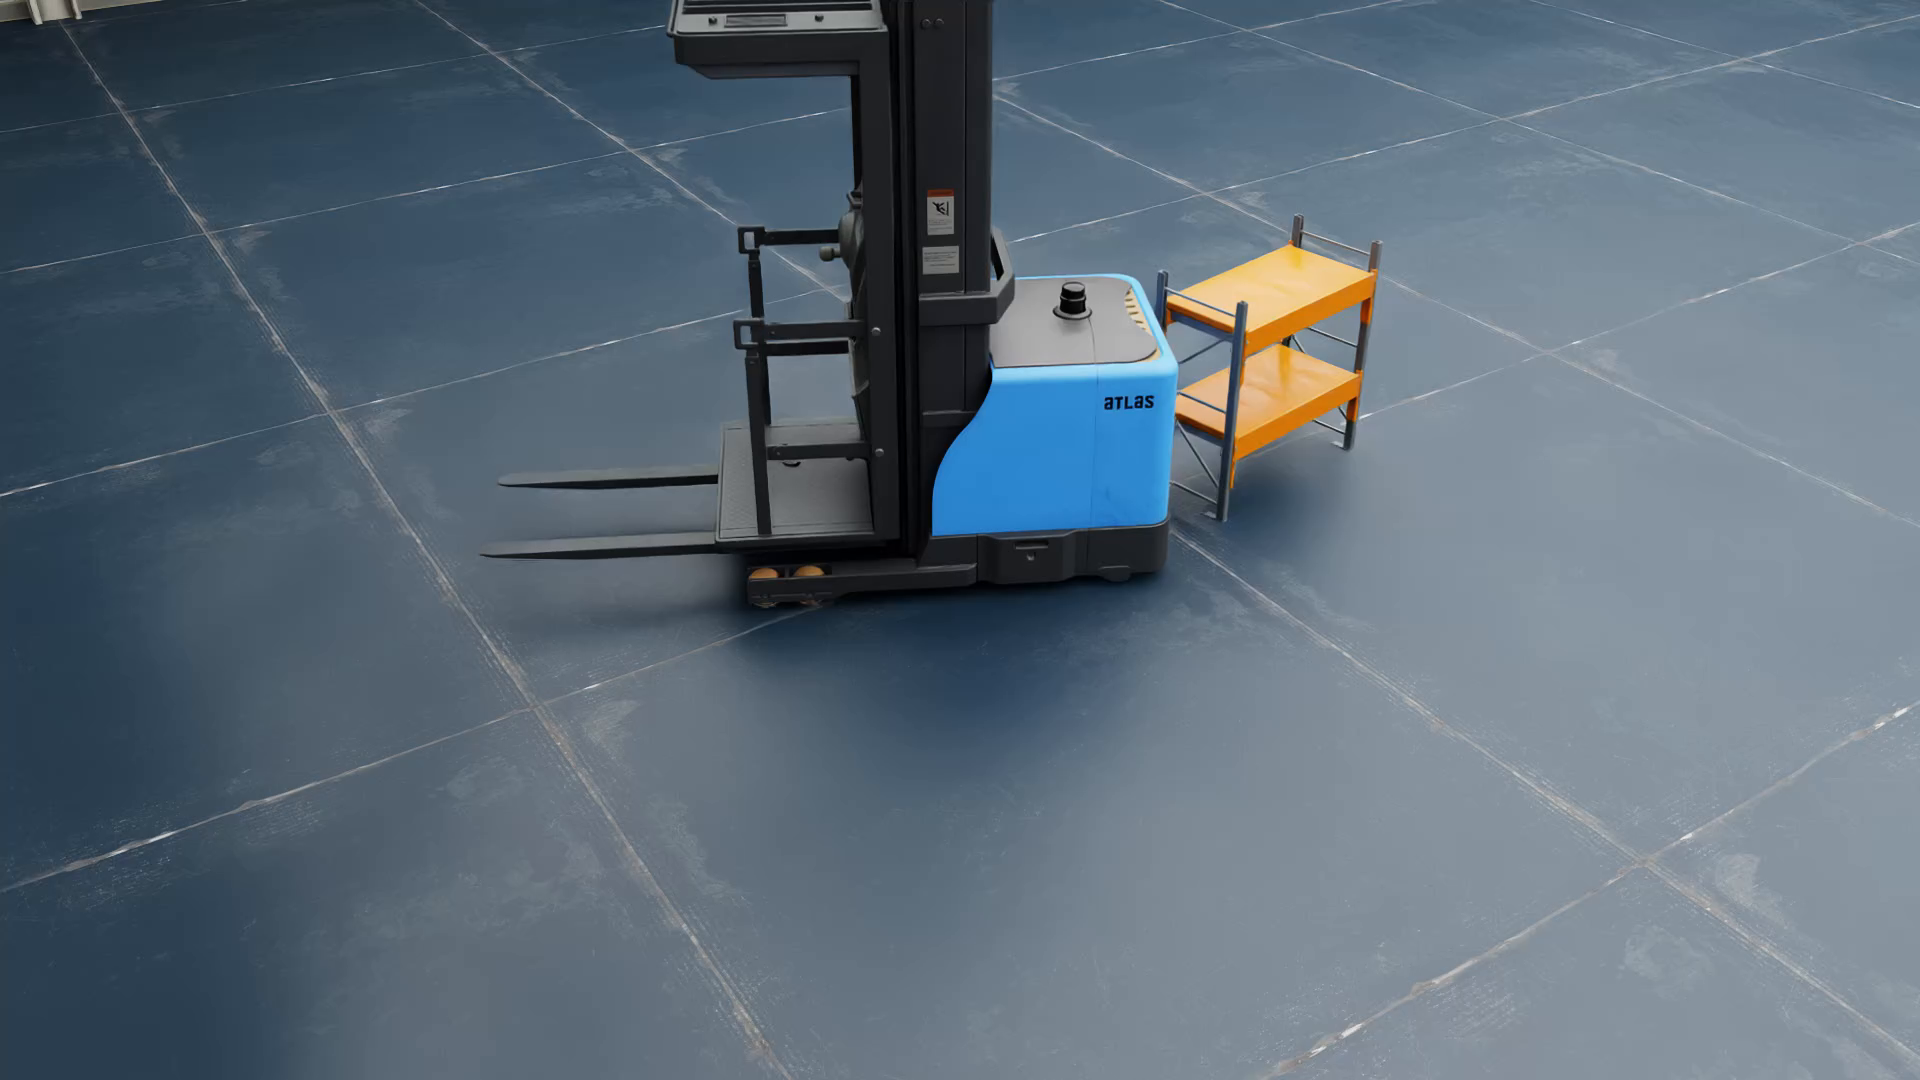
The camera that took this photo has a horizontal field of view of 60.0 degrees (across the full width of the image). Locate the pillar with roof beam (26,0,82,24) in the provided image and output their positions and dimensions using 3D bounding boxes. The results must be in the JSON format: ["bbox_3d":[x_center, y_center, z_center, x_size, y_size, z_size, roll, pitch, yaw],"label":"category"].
[{"bbox_3d":[-6.056,-6.726,9.978,0.400,9.000,9.100,-19,37,-27],"label":"pillar with roof beam"}]

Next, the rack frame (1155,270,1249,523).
[{"bbox_3d":[1.084,-0.657,7.737,0.032,1.125,0.500,-27,41,-35],"label":"rack frame"}]

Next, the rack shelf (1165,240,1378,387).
[{"bbox_3d":[1.454,-1.091,7.876,1.000,0.278,0.538,-27,41,-35],"label":"rack shelf"}]

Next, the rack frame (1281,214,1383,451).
[{"bbox_3d":[1.824,-1.029,8.327,0.032,1.125,0.500,-27,41,-35],"label":"rack frame"}]

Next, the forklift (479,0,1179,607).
[{"bbox_3d":[-0.620,-1.242,6.972,3.031,2.935,1.130,-3,32,-5],"label":"forklift"}]

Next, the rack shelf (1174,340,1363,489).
[{"bbox_3d":[1.454,-0.636,8.162,1.000,0.278,0.538,-27,41,-35],"label":"rack shelf"}]

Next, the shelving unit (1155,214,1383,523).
[{"bbox_3d":[1.454,-0.843,8.032,1.048,1.125,0.538,-27,41,-35],"label":"shelving unit"}]
